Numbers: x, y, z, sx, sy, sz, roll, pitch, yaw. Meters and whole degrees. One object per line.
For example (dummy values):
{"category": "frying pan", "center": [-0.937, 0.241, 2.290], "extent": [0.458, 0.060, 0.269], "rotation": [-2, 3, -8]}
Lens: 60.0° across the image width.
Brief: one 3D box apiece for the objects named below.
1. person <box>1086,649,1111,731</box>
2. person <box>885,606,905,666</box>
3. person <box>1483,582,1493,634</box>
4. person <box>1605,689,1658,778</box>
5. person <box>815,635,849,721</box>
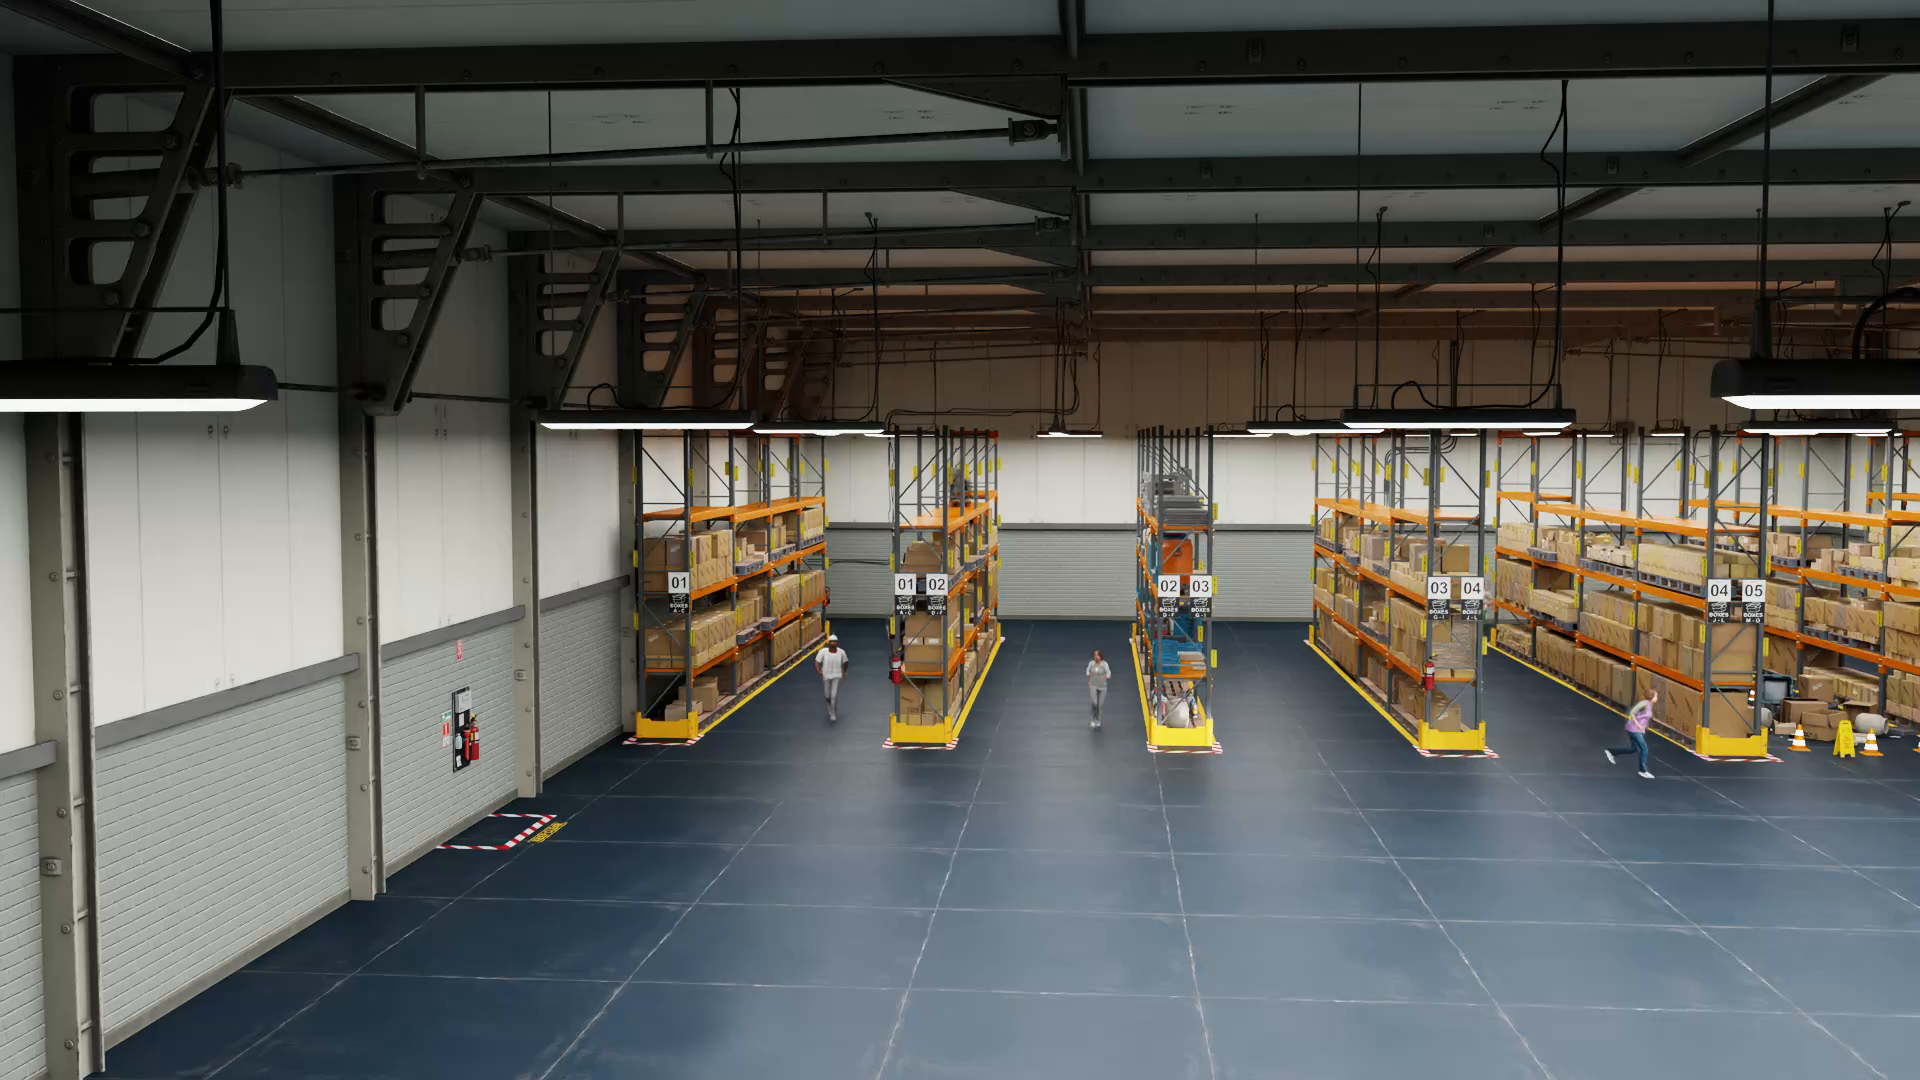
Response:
{"category": "person", "center": [2.734, 2.962, 32.826], "extent": [0.507, 1.615, 0.673], "rotation": [0, 3, 8]}
{"category": "person", "center": [-1.509, 2.440, 40.637], "extent": [0.660, 1.731, 0.765], "rotation": [0, 3, 5]}
{"category": "person", "center": [14.877, 2.007, 47.423], "extent": [0.627, 1.741, 0.656], "rotation": [-3, 4, -39]}
{"category": "person", "center": [11.430, 3.276, 28.343], "extent": [0.863, 1.548, 0.547], "rotation": [3, 5, 45]}
{"category": "person", "center": [-2.631, 2.812, 34.152], "extent": [0.693, 1.741, 0.628], "rotation": [0, 3, -6]}
